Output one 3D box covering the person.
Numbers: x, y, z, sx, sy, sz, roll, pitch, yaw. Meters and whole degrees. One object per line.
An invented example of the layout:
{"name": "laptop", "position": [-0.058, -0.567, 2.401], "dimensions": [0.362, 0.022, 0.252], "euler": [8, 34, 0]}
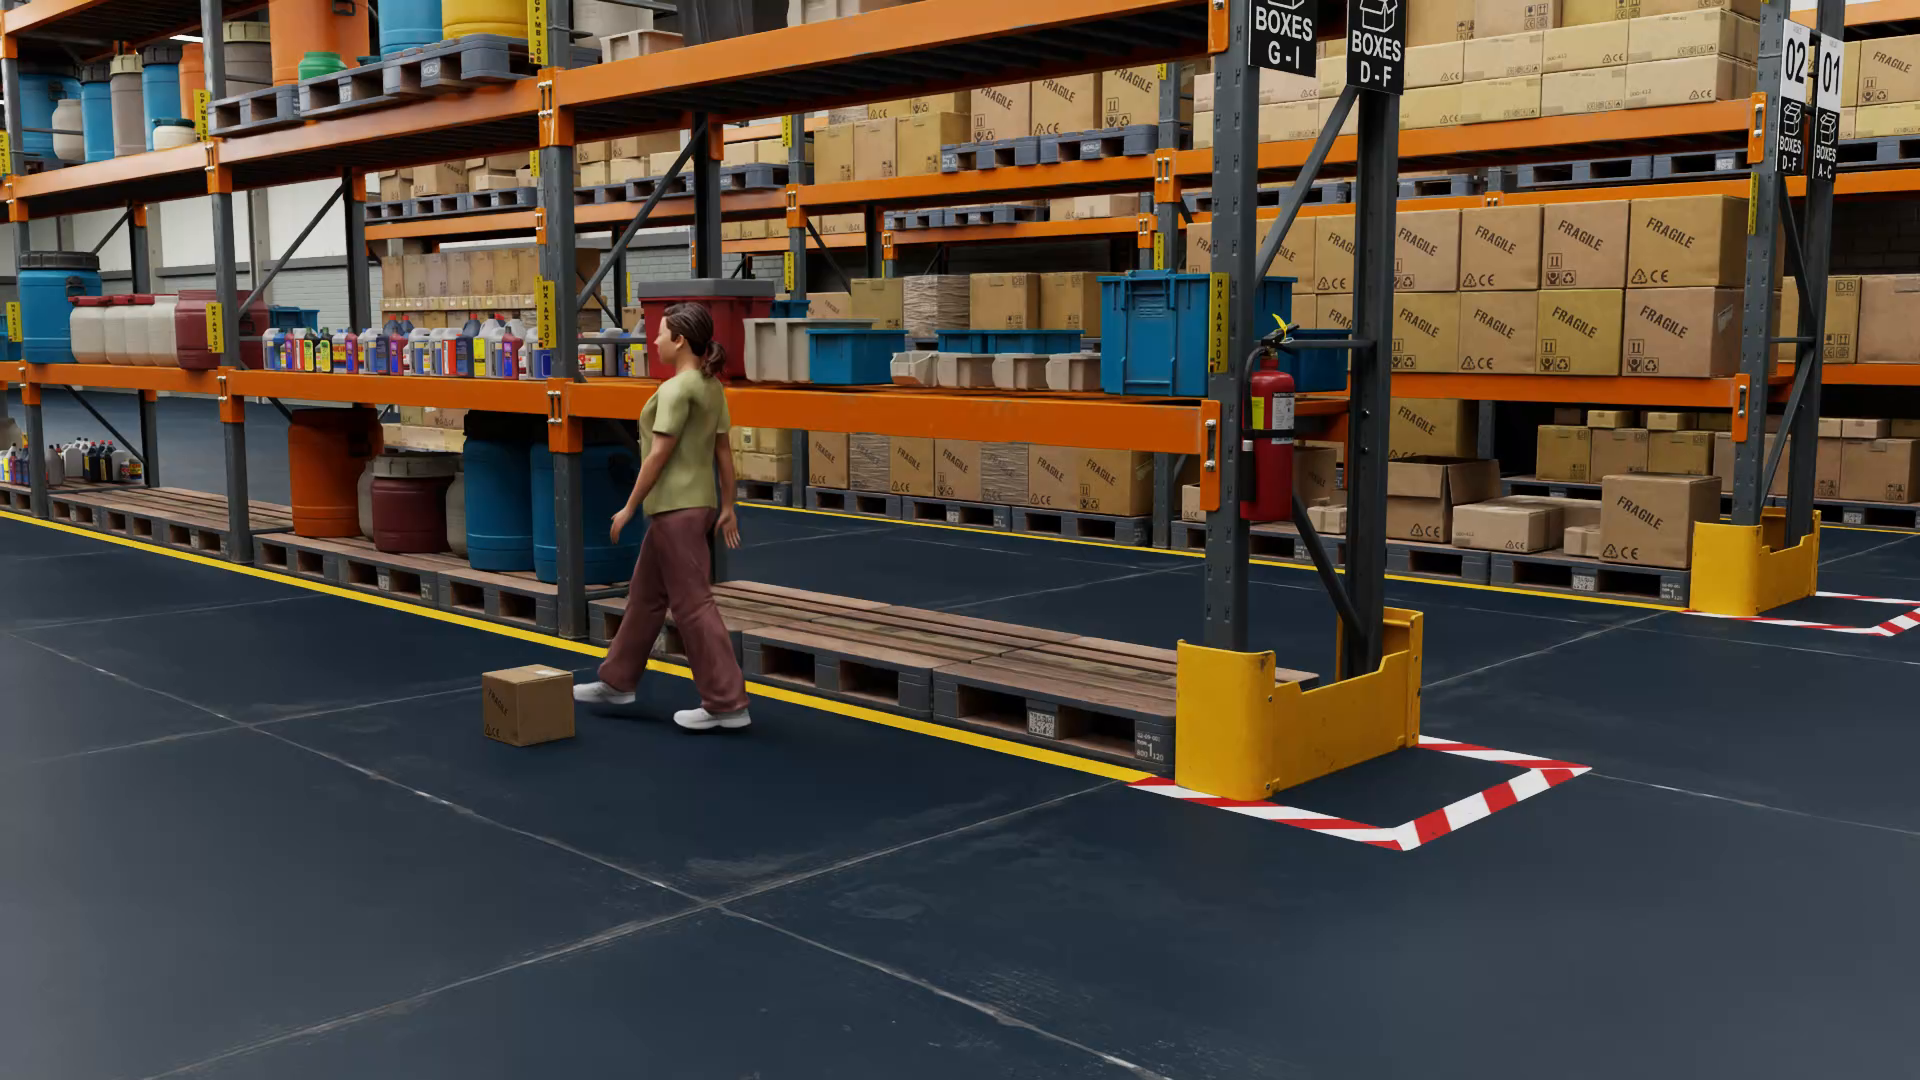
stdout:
{"name": "person", "position": [-1.220, -0.097, 6.476], "dimensions": [0.853, 1.644, 0.469], "euler": [2, 7, 12]}
